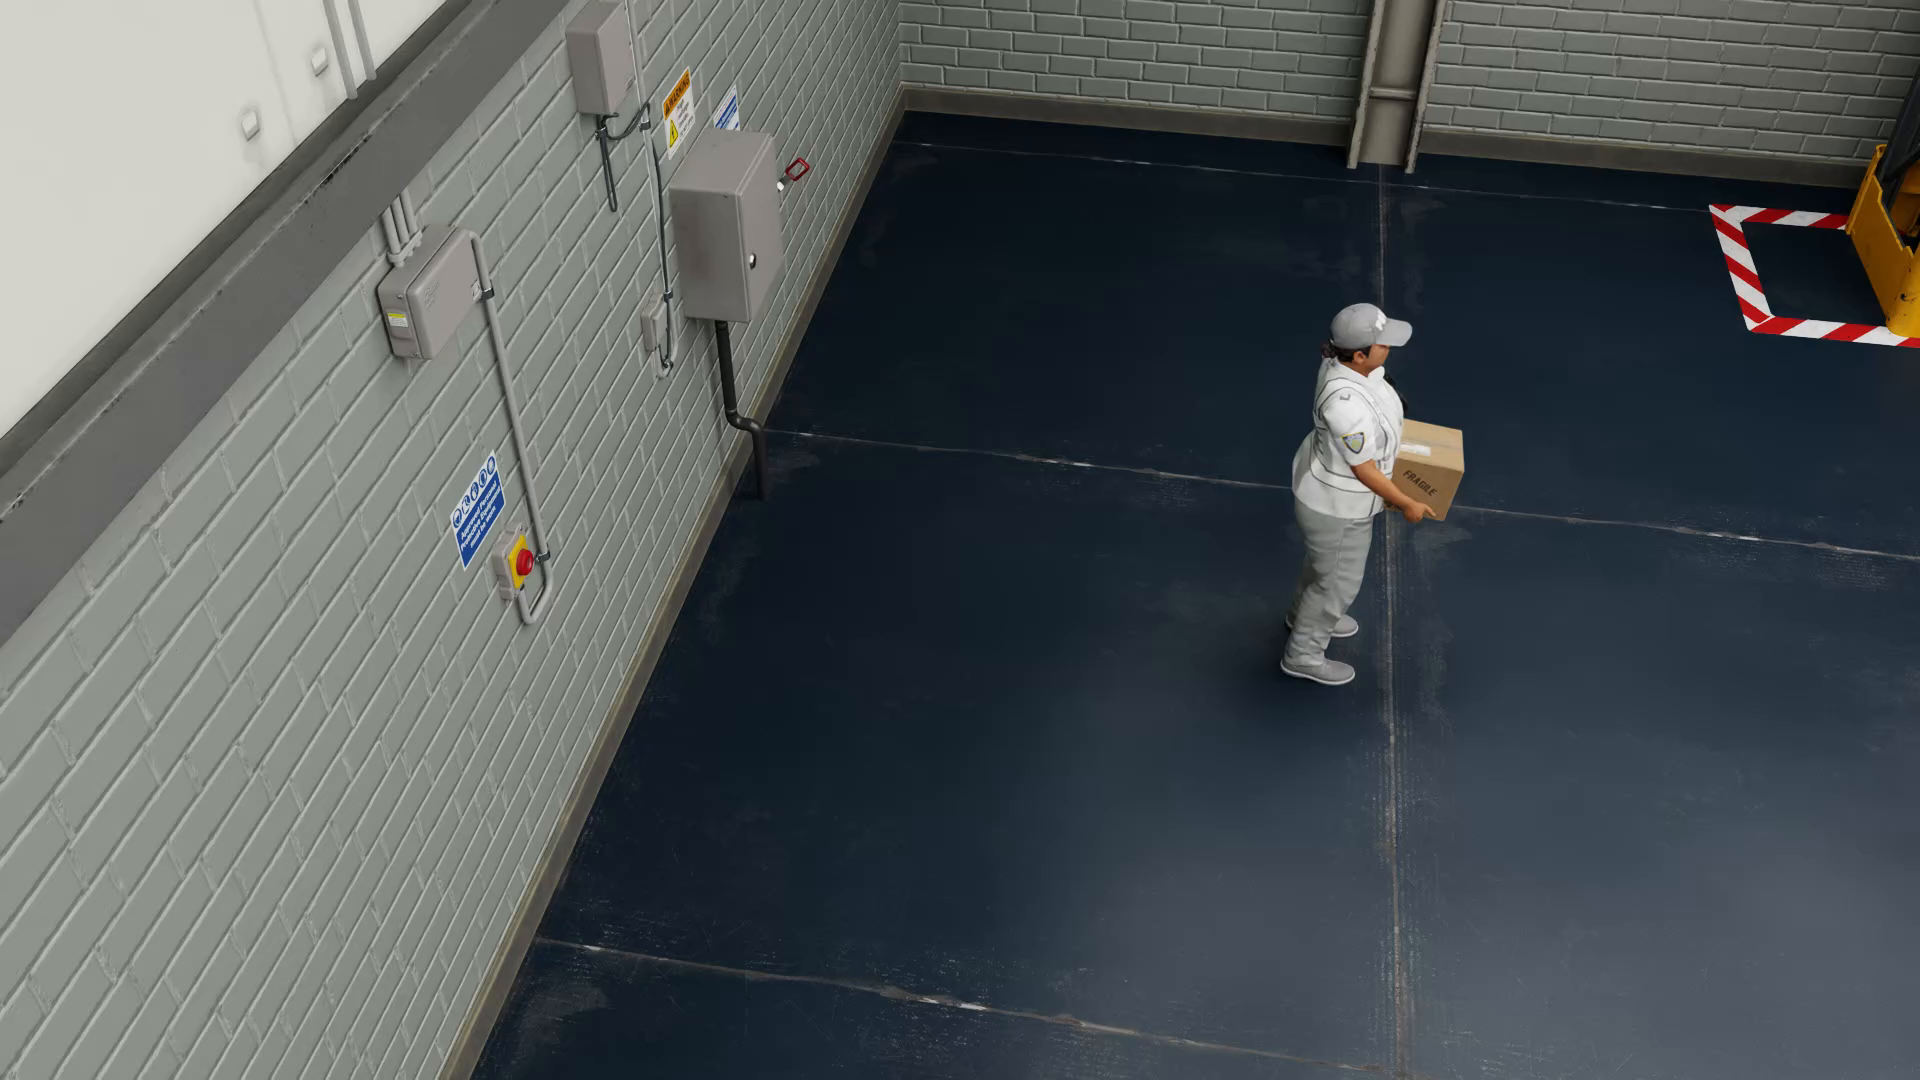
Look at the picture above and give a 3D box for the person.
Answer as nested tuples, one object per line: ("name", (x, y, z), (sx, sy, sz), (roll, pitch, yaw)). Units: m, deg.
("person", (1.531, -0.169, 6.360), (0.535, 1.658, 0.455), (7, 41, 8))
